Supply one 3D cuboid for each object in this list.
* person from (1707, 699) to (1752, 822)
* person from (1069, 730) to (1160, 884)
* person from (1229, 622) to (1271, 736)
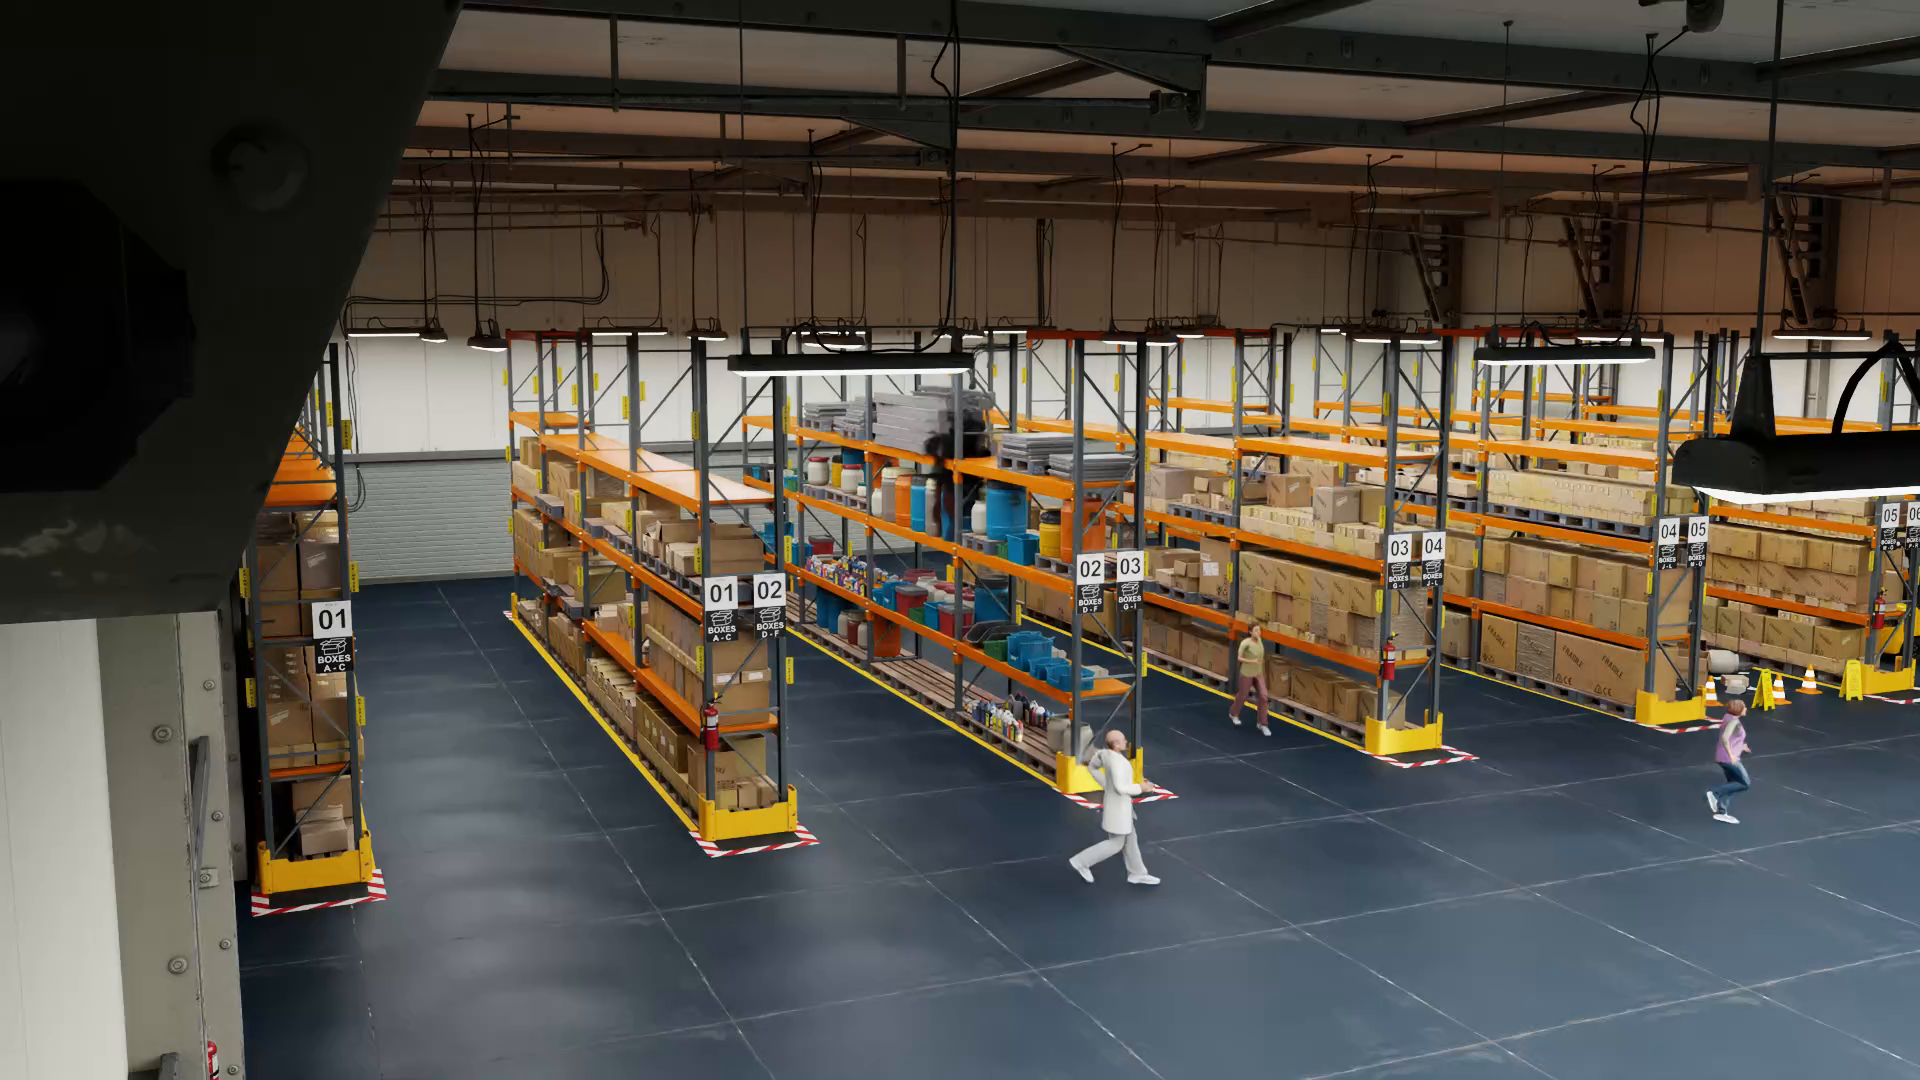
[{"bbox_3d":[9.633,2.762,20.806,0.526,1.539,0.549,2,8,12],"label":"person"},{"bbox_3d":[1.714,2.958,18.295,1.040,1.773,0.710,-1,8,-6],"label":"person"},{"bbox_3d":[4.402,2.066,25.286,0.529,1.696,0.887,-3,8,-23],"label":"person"}]
